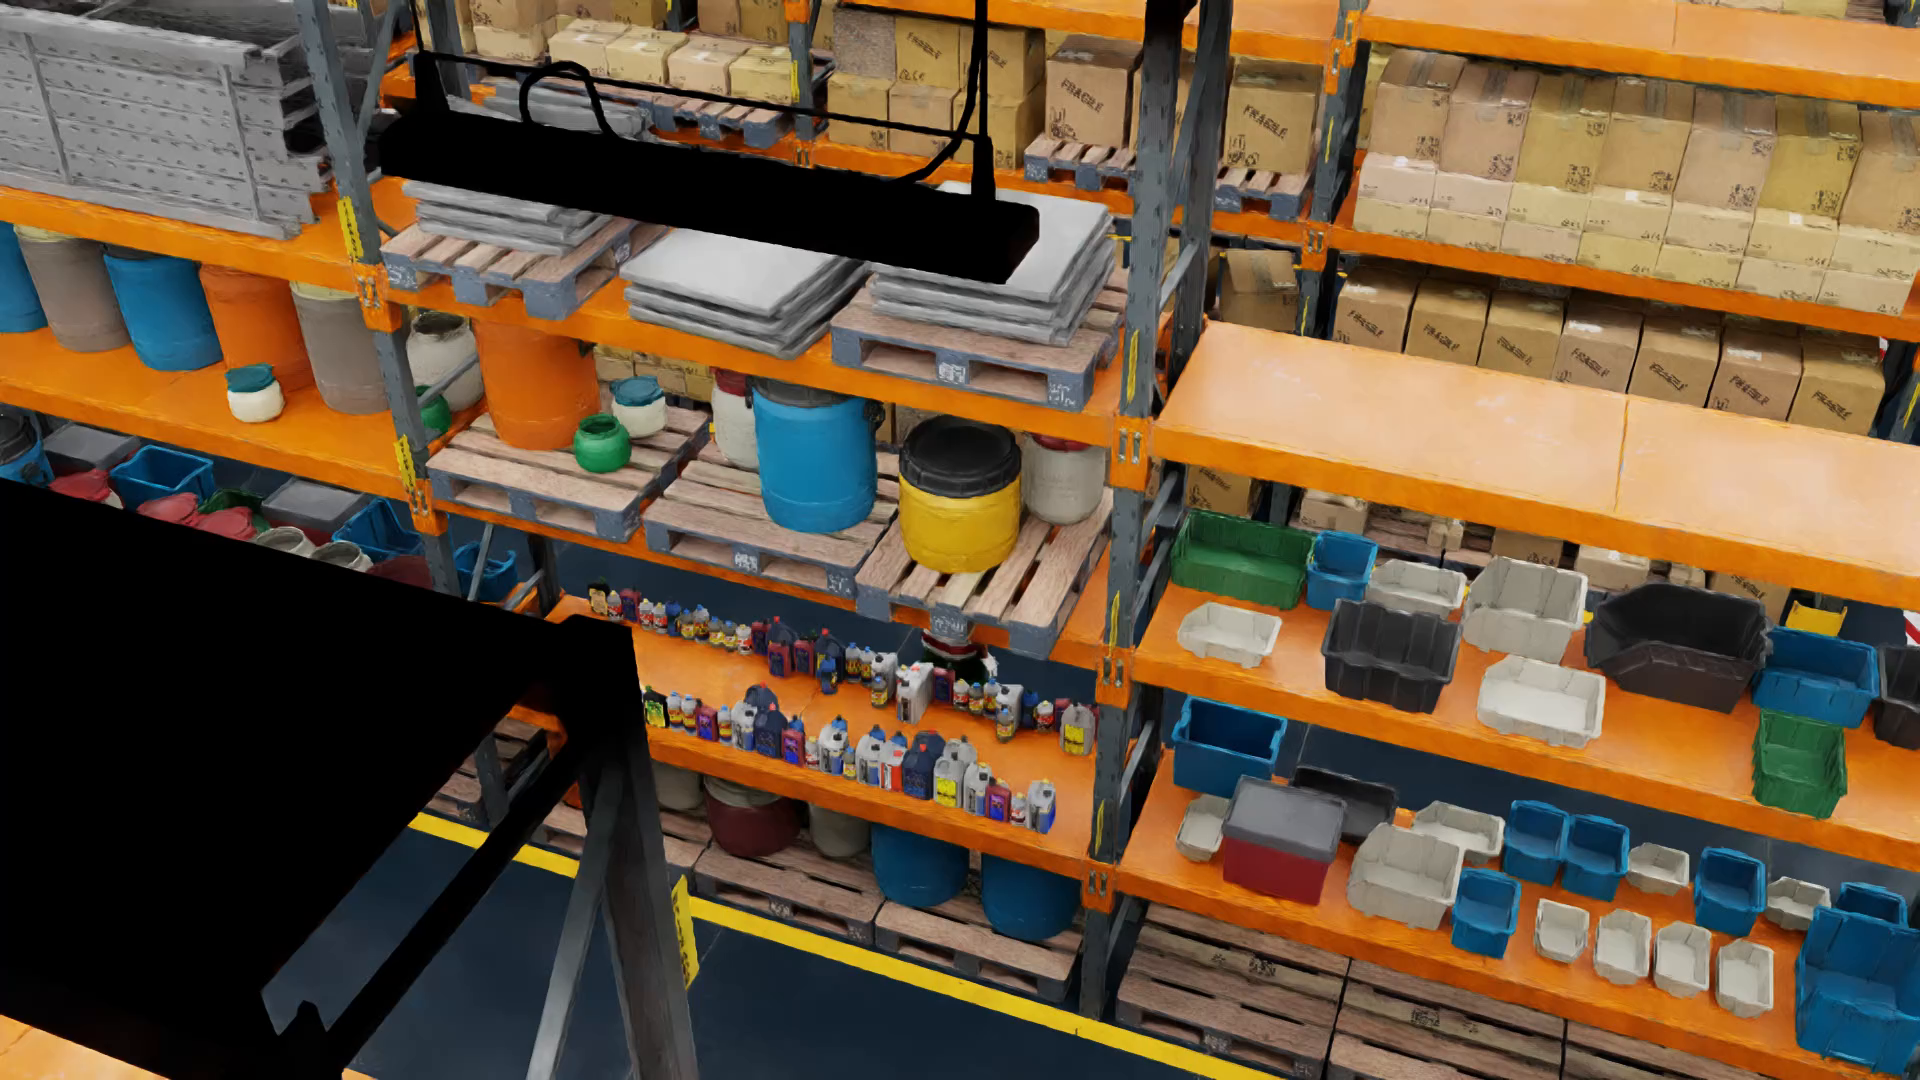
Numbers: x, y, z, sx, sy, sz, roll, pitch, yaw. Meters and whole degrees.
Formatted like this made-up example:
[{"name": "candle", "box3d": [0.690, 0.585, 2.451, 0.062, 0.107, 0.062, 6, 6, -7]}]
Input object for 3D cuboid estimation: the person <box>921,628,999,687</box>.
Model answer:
[{"name": "person", "box3d": [0.003, 0.678, 10.949, 0.628, 1.787, 0.550, 26, 44, 31]}]
